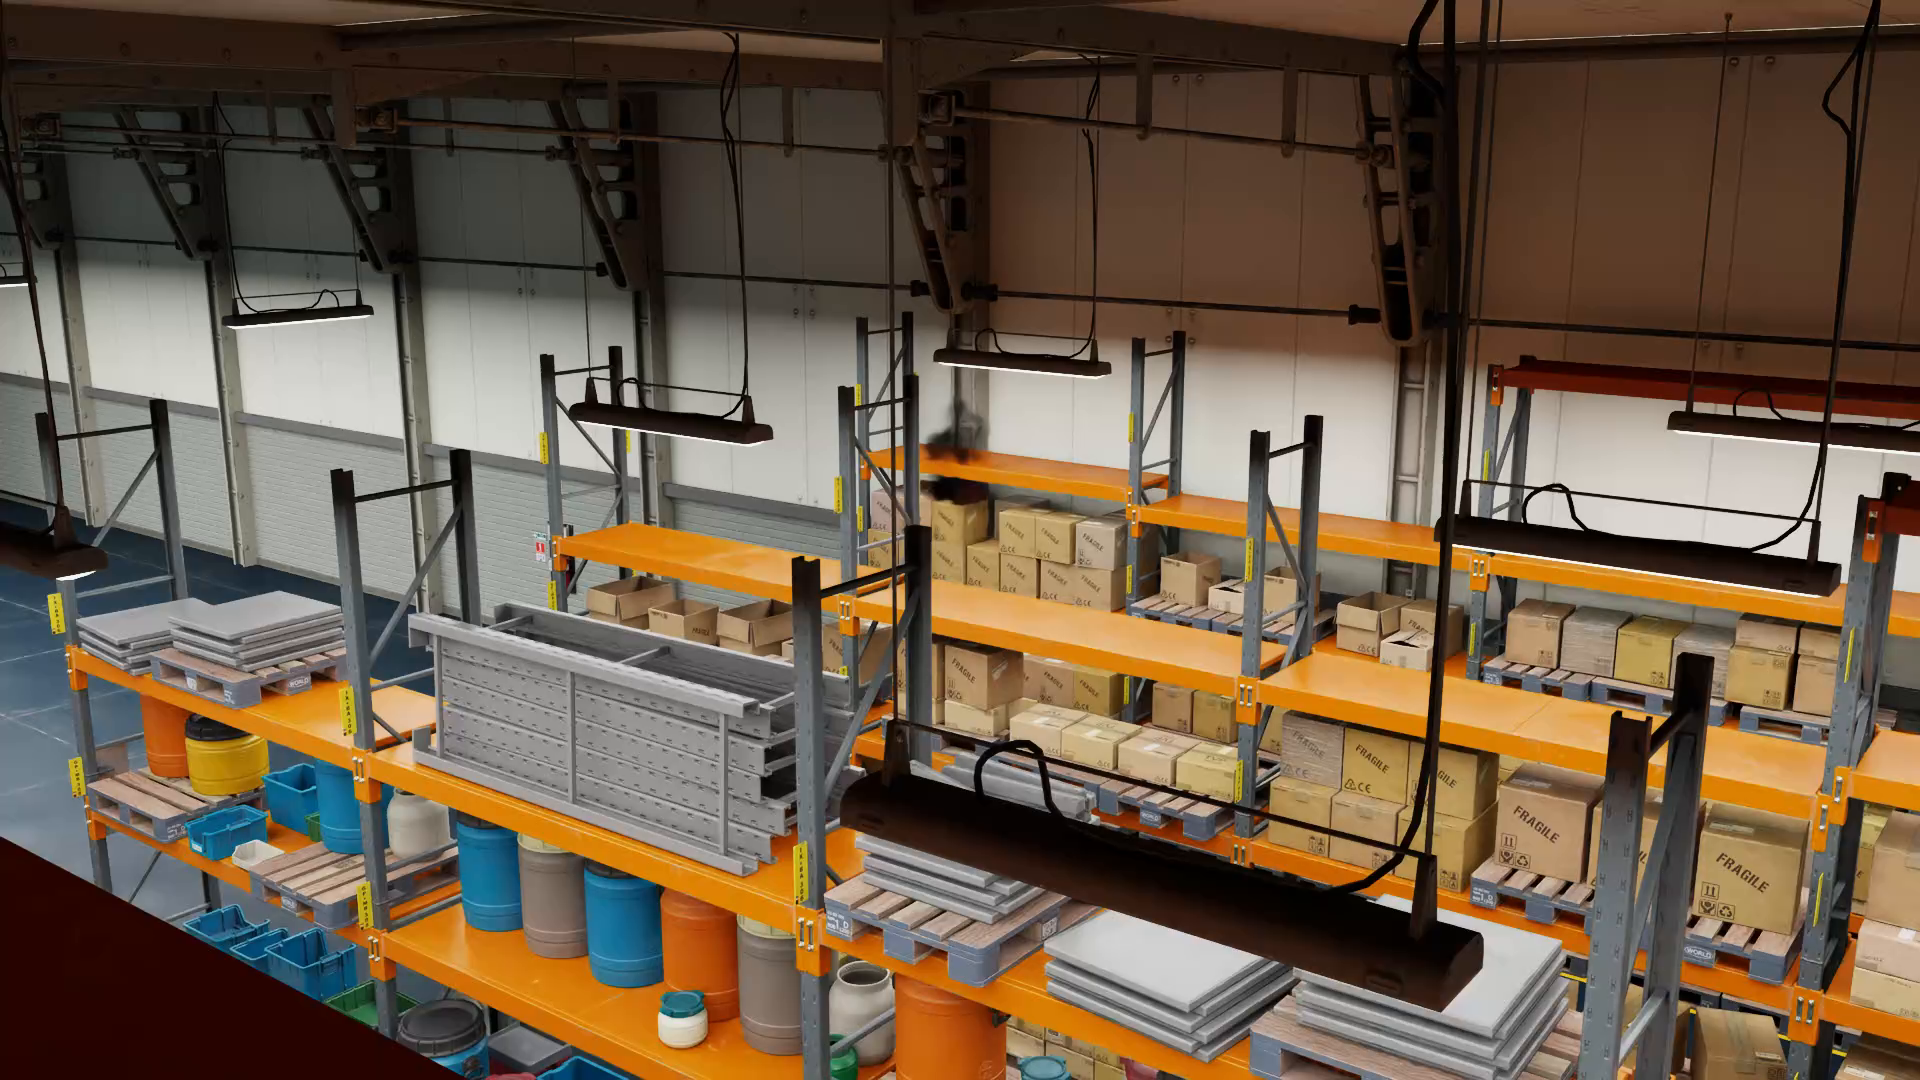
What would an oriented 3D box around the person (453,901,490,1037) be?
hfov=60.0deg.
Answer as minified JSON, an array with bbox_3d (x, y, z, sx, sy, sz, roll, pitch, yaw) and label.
[{"bbox_3d":[-4.500,3.821,15.152,0.565,1.629,0.550,5,14,20],"label":"person"}]
